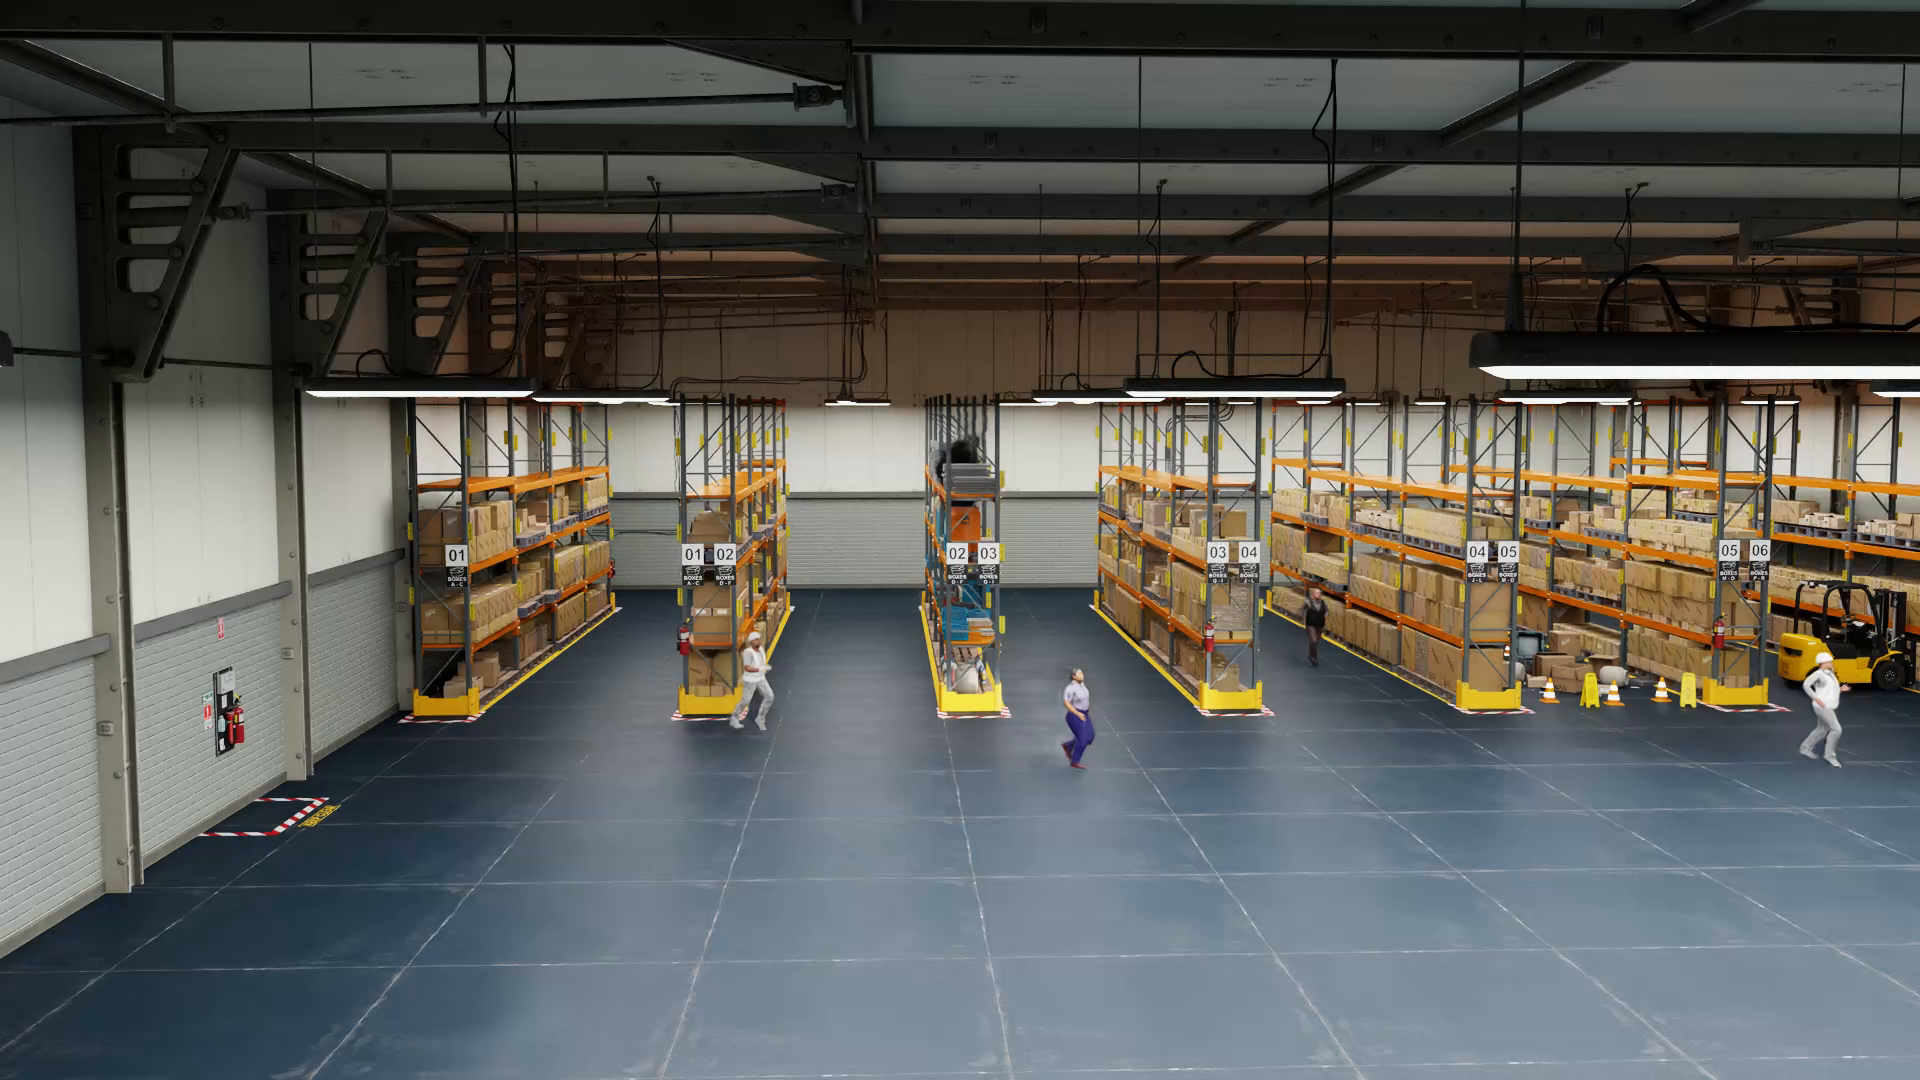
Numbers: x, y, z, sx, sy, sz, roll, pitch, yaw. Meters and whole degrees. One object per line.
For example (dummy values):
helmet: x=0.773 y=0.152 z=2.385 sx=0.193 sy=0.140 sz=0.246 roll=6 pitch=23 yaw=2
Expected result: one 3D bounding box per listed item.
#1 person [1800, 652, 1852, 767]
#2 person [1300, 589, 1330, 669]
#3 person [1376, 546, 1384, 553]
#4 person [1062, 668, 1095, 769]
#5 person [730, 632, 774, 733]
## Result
person: x=13.933 y=2.725 z=26.783 sx=0.731 sy=1.831 sz=0.639 roll=4 pitch=6 yaw=41
person: x=7.899 y=1.953 z=36.957 sx=0.590 sy=1.764 sz=0.896 roll=-1 pitch=5 yaw=-11
person: x=12.403 y=1.020 z=49.369 sx=0.556 sy=1.648 sz=0.630 roll=0 pitch=5 yaw=-3
person: x=1.880 y=2.835 z=26.536 sx=0.482 sy=1.616 sz=0.605 roll=3 pitch=5 yaw=29
person: x=-3.632 y=2.511 z=29.425 sx=0.884 sy=1.801 sz=0.698 roll=3 pitch=5 yaw=31
